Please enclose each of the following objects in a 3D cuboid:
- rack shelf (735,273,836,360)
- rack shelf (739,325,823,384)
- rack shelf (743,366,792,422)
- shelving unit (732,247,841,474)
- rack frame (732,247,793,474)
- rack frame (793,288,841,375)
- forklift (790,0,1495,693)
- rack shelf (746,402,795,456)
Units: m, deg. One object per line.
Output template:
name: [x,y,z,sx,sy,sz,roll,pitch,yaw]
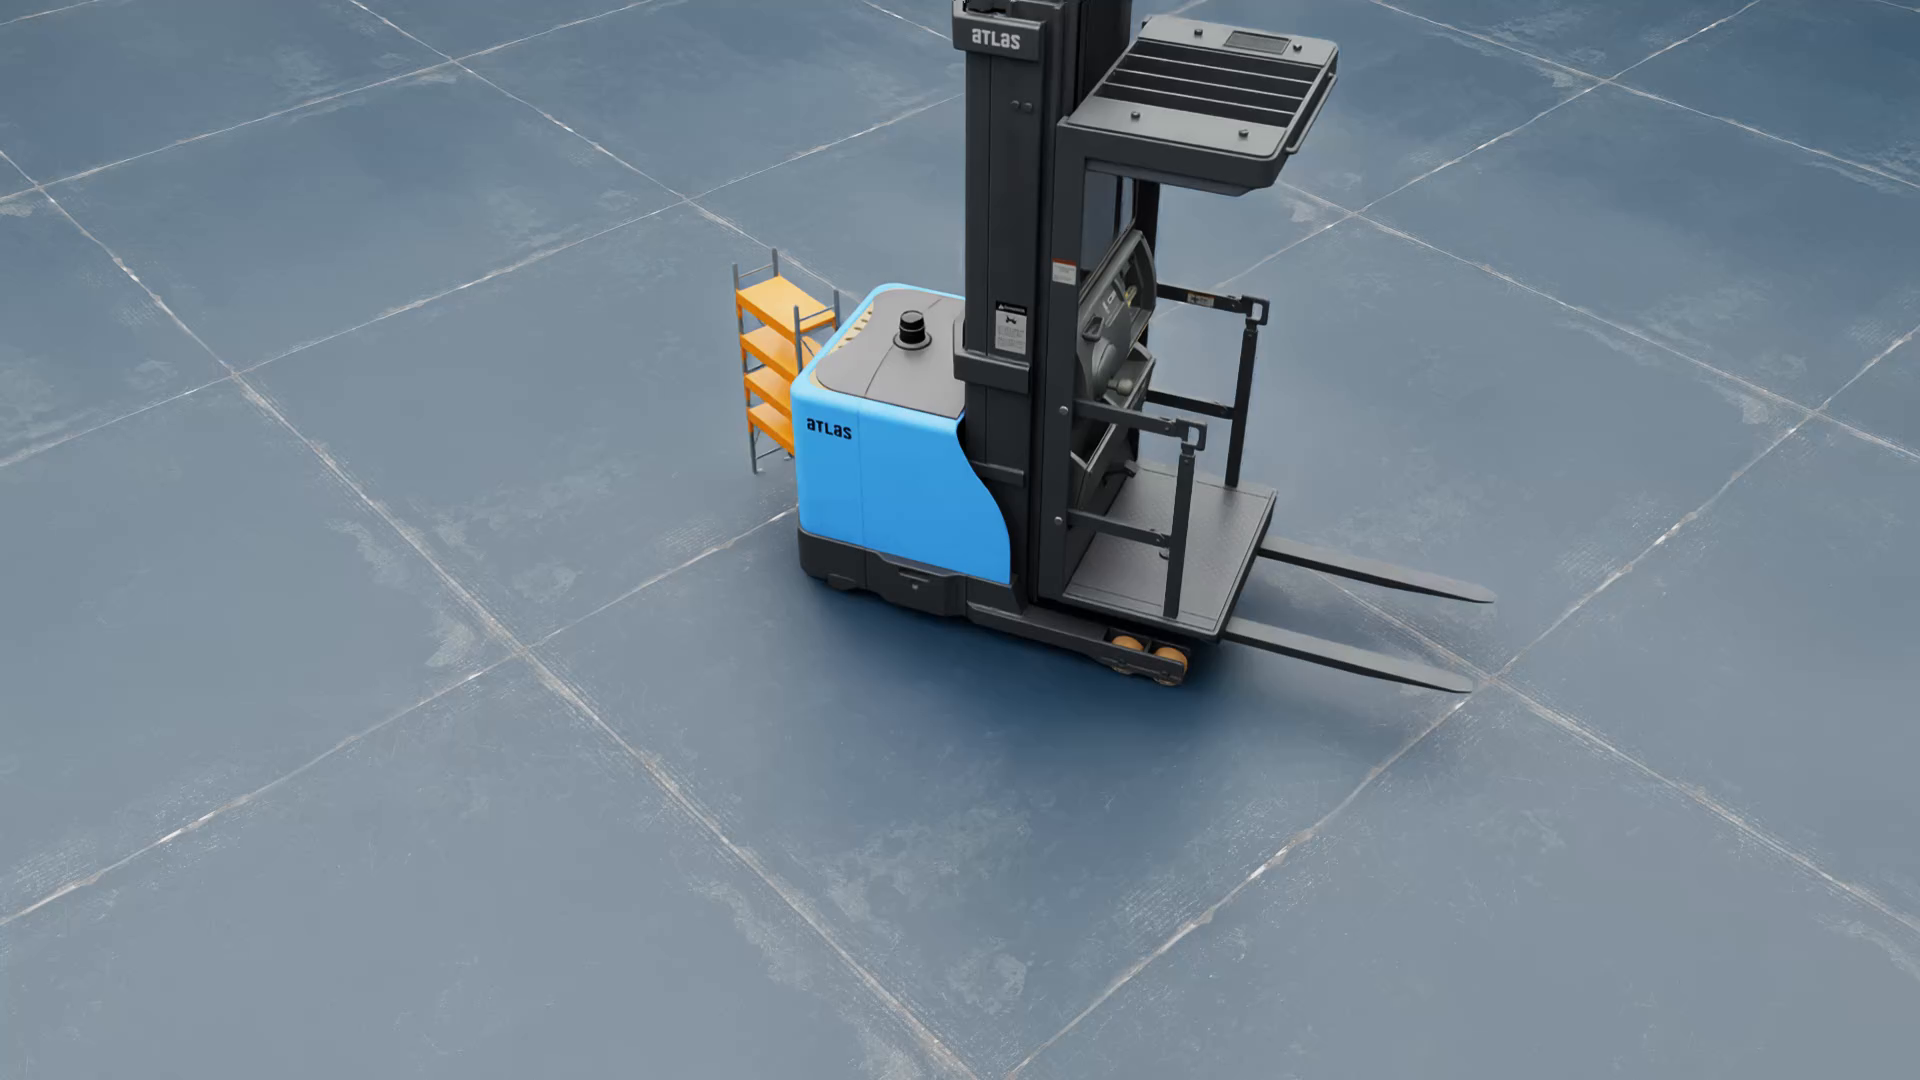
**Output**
rack shelf: [-0.793,-1.034,7.658,0.258,0.148,0.480,-27,46,-30]
rack shelf: [-0.793,-0.850,7.806,0.258,0.148,0.480,-27,46,-30]
rack shelf: [-0.793,-0.676,7.947,0.258,0.148,0.480,-27,46,-30]
shelving unit: [-0.793,-0.728,7.905,0.258,1.200,0.503,-27,46,-30]
rack frame: [-0.948,-0.847,8.051,0.240,1.200,0.015,-27,46,-30]
rack frame: [-0.639,-0.610,7.758,0.240,1.200,0.015,-27,46,-30]
forklift: [0.826,-0.893,6.731,3.031,2.935,1.130,14,41,17]
rack shelf: [-0.793,-0.521,8.072,0.258,0.148,0.480,-27,46,-30]
